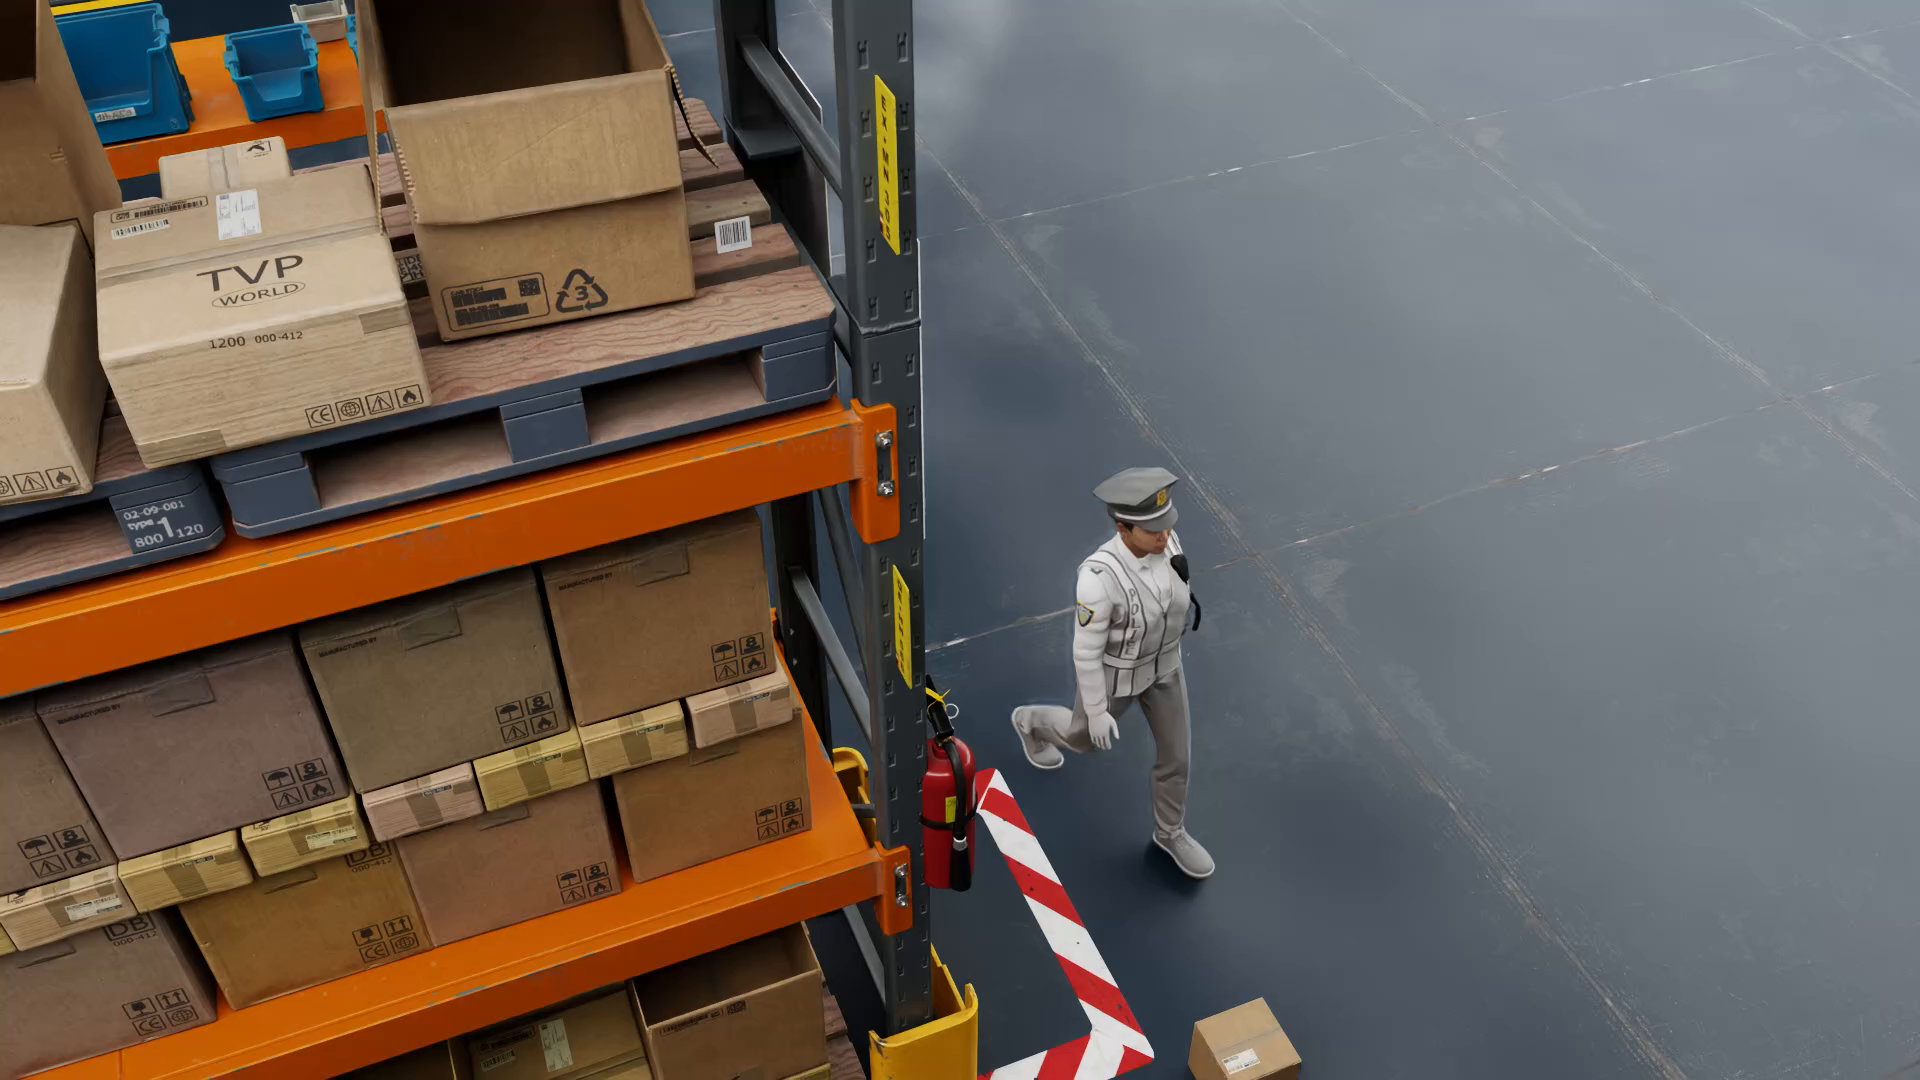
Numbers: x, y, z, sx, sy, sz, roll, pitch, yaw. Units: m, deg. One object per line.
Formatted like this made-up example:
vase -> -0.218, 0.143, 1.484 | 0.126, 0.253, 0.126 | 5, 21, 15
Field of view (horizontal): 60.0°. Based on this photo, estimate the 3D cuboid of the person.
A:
person -> 0.541, 0.408, 5.686 | 0.494, 1.647, 0.944 | -27, 48, -27
